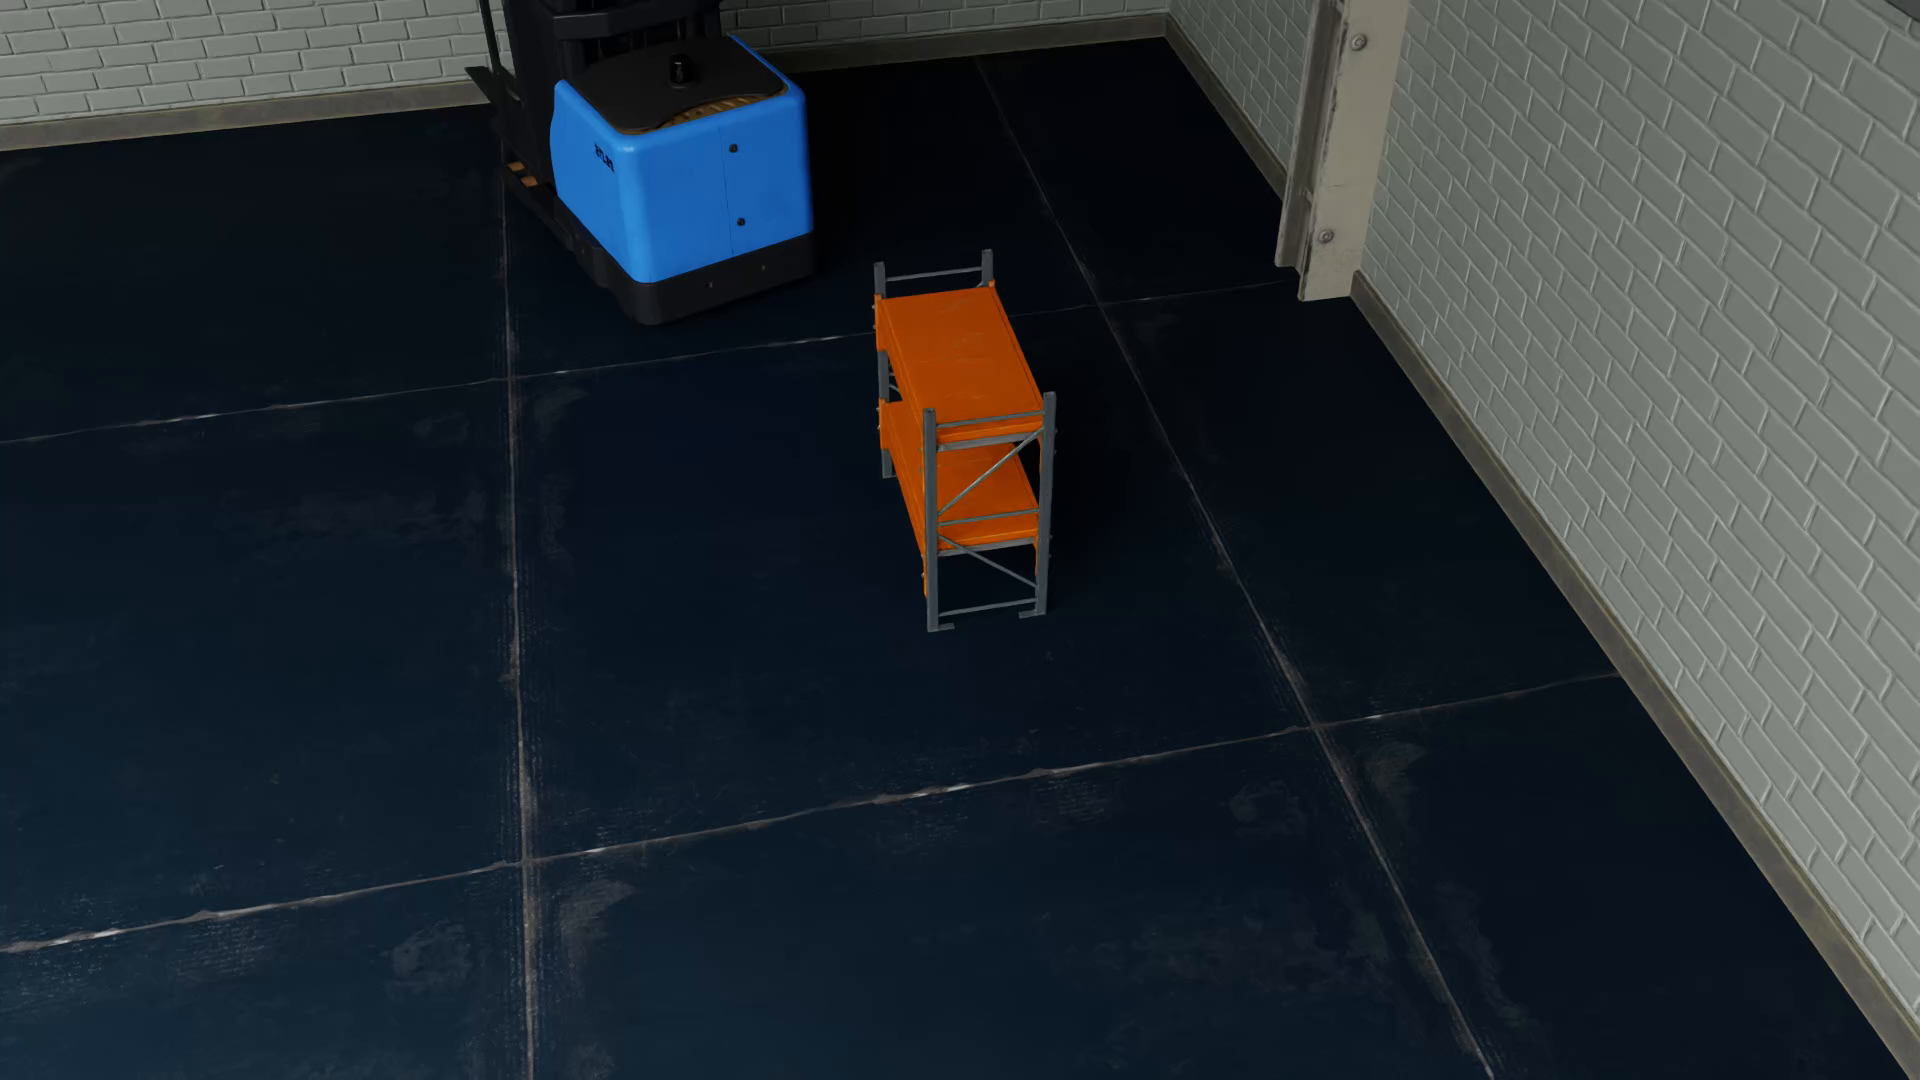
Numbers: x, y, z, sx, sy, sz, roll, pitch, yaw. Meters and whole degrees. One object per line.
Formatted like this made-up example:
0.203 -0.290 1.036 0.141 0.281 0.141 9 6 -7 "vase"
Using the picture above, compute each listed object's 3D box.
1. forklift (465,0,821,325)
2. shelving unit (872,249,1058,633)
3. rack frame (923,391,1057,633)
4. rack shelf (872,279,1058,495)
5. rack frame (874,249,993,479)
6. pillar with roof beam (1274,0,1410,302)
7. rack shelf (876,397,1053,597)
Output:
-1.951 -3.129 8.567 1.130 2.935 3.031 -23 46 -24 "forklift"
0.001 -0.416 6.872 0.538 1.125 1.048 -8 42 -9 "shelving unit"
0.111 -0.087 6.500 0.500 1.125 0.032 -8 42 -9 "rack frame"
0.001 -0.635 6.677 0.538 0.278 1.000 -8 42 -9 "rack shelf"
-0.108 -0.746 7.243 0.500 1.125 0.032 -8 42 -9 "rack frame"
-2.325 -4.138 5.133 9.100 9.000 0.400 -8 42 -9 "pillar with roof beam"
0.001 -0.233 7.034 0.538 0.278 1.000 -8 42 -9 "rack shelf"
